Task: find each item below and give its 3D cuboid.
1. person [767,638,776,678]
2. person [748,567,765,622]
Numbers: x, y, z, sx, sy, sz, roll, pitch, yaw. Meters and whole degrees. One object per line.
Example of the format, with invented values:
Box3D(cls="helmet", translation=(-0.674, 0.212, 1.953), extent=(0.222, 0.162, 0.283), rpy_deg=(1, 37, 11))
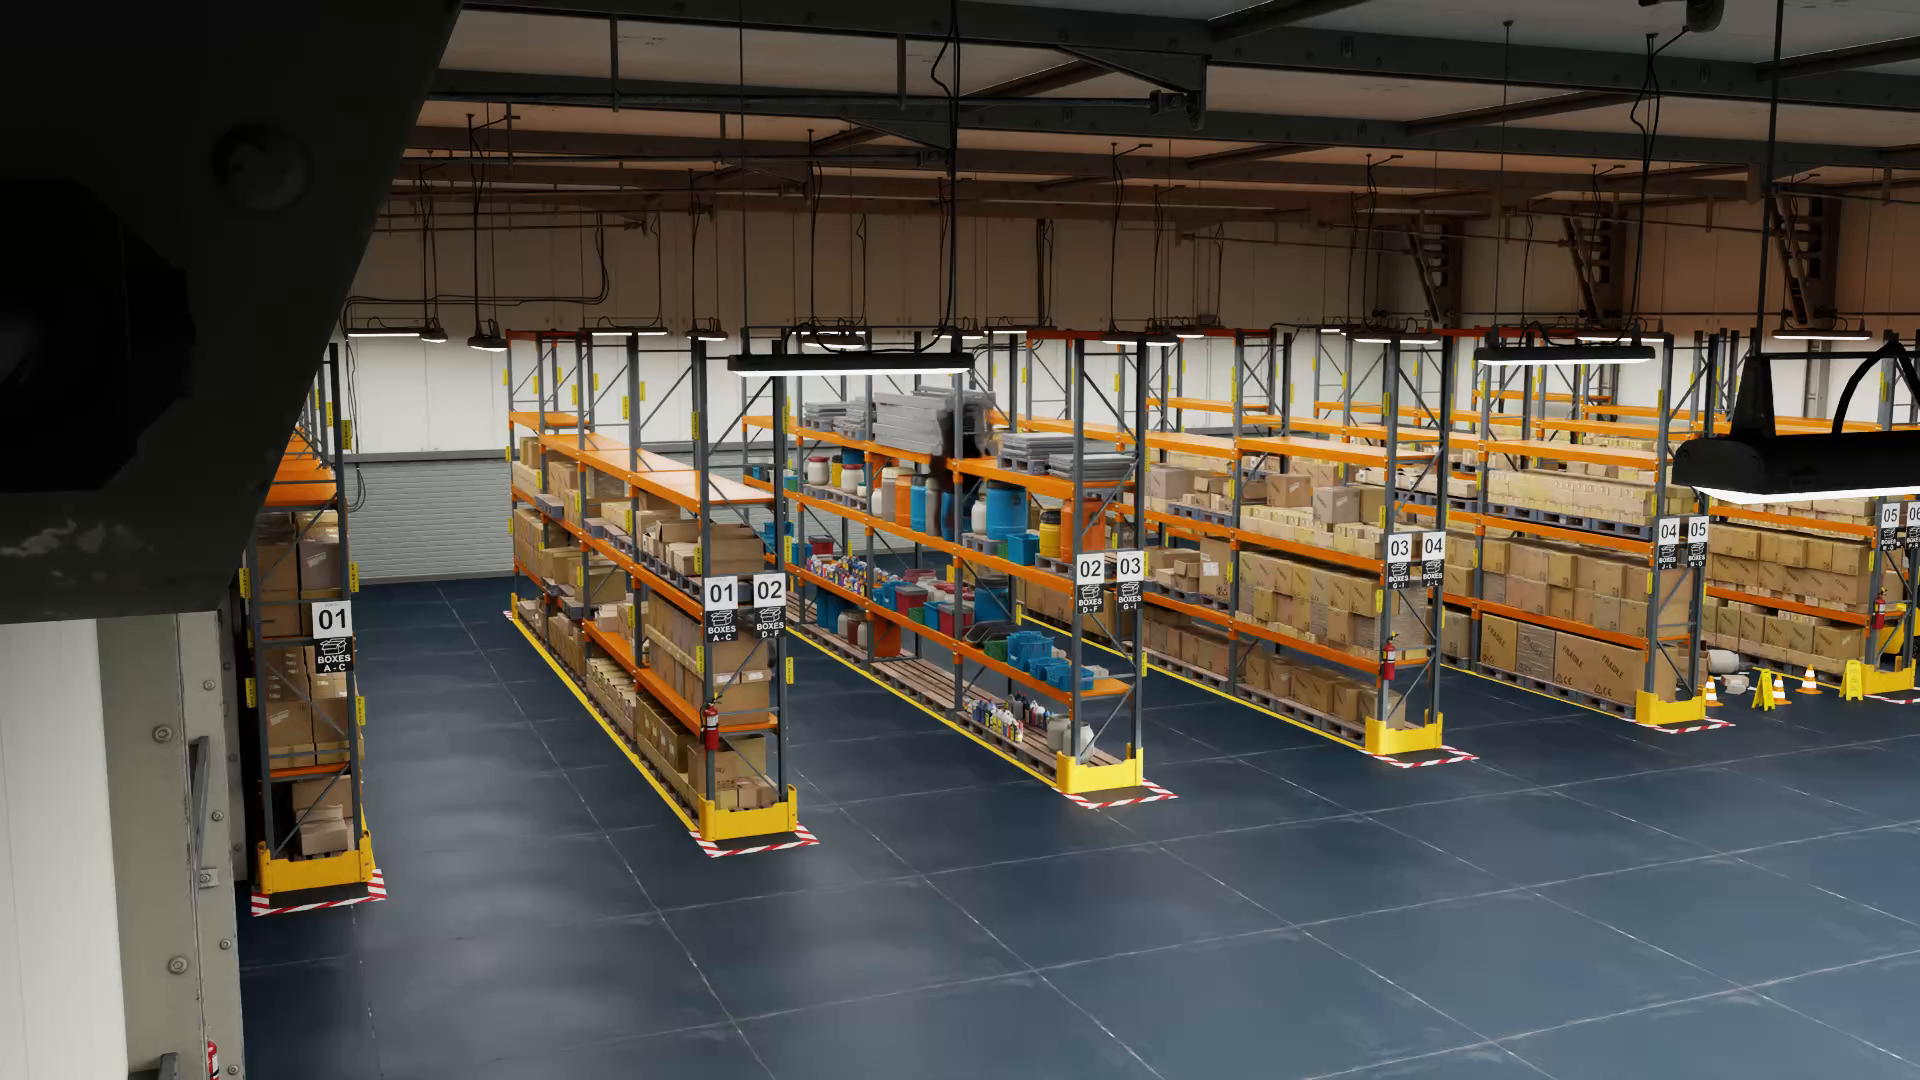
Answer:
Box3D(cls="person", translation=(-3.292, 1.703, 28.618), extent=(0.655, 1.494, 0.984), rpy_deg=(-7, 10, -40))
Box3D(cls="person", translation=(-3.999, 1.151, 32.726), extent=(0.674, 1.554, 0.596), rpy_deg=(1, 8, 4))
